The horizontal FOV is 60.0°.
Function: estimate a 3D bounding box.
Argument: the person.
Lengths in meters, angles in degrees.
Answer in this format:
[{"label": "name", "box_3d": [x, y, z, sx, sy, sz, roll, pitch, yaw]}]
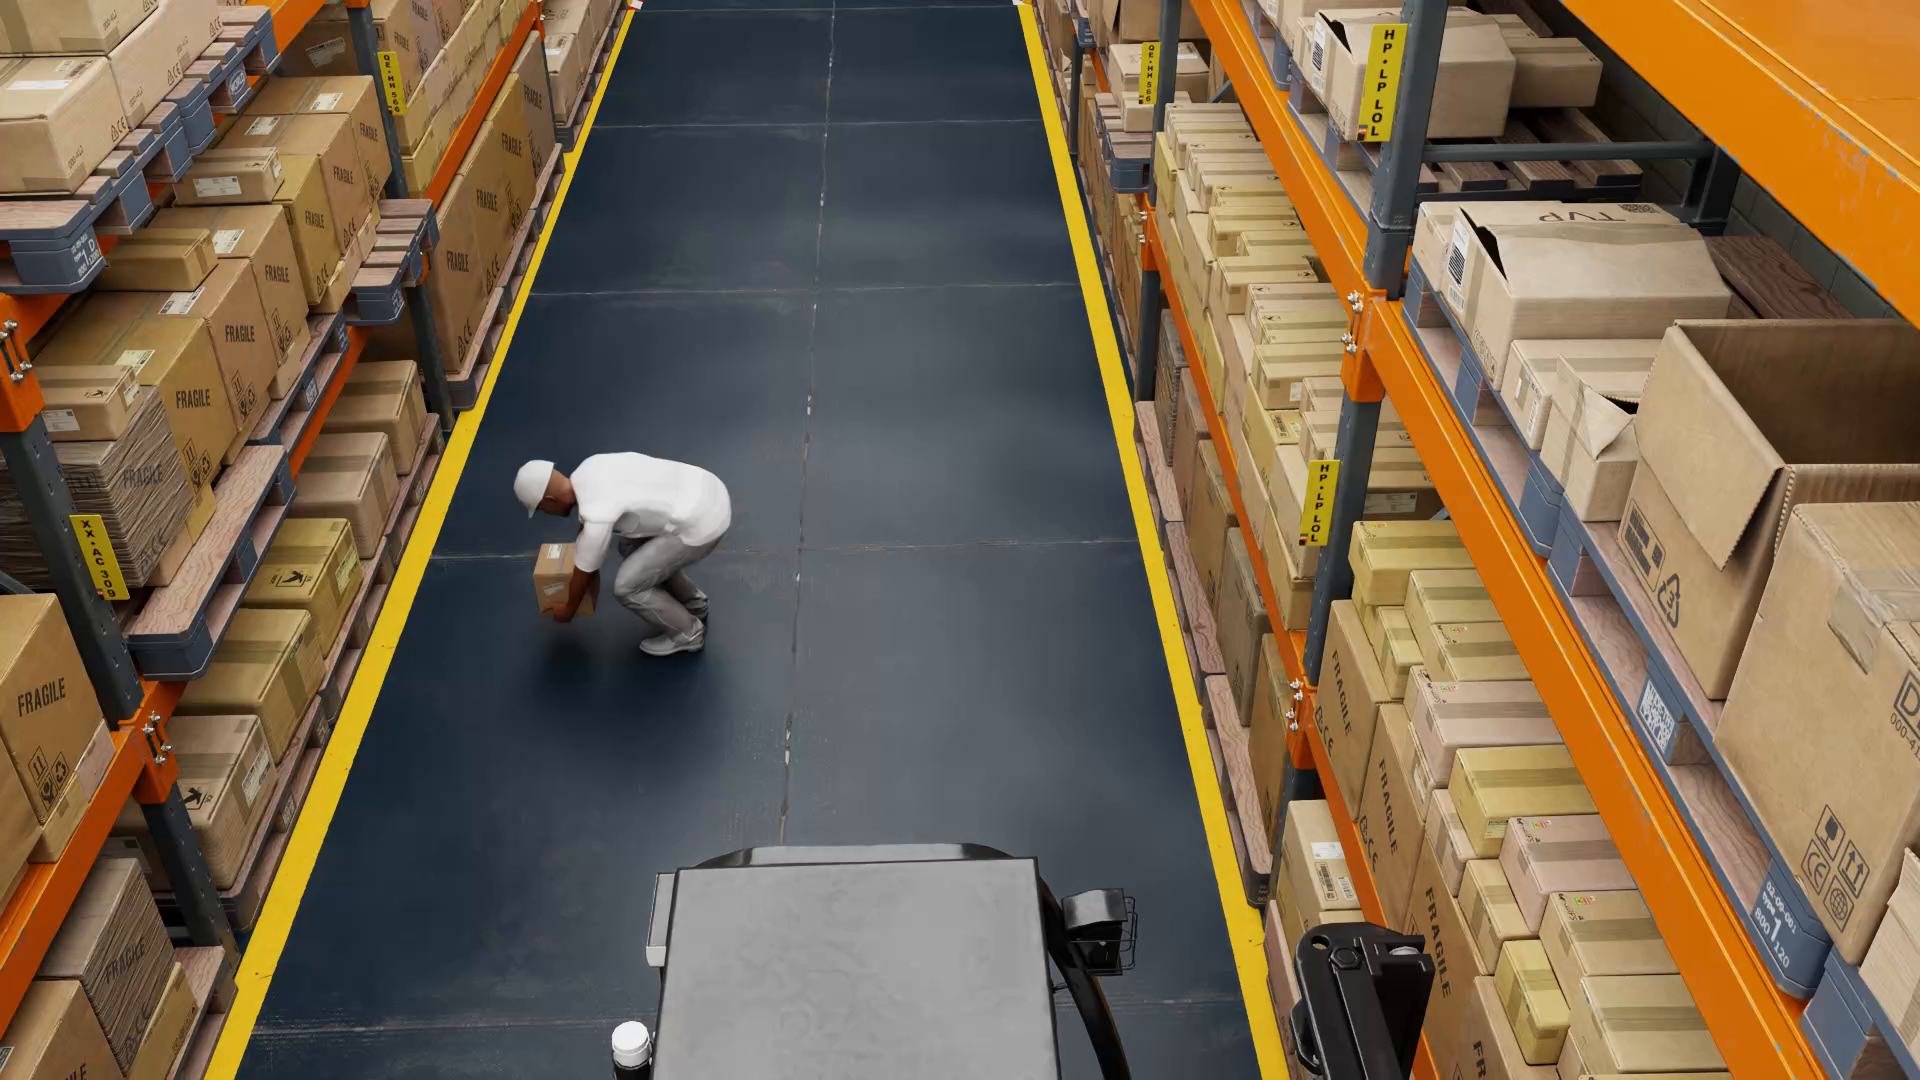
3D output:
[{"label": "person", "box_3d": [-1.537, 0.045, 7.769, 0.956, 1.013, 0.528, -3, 35, -4]}]
